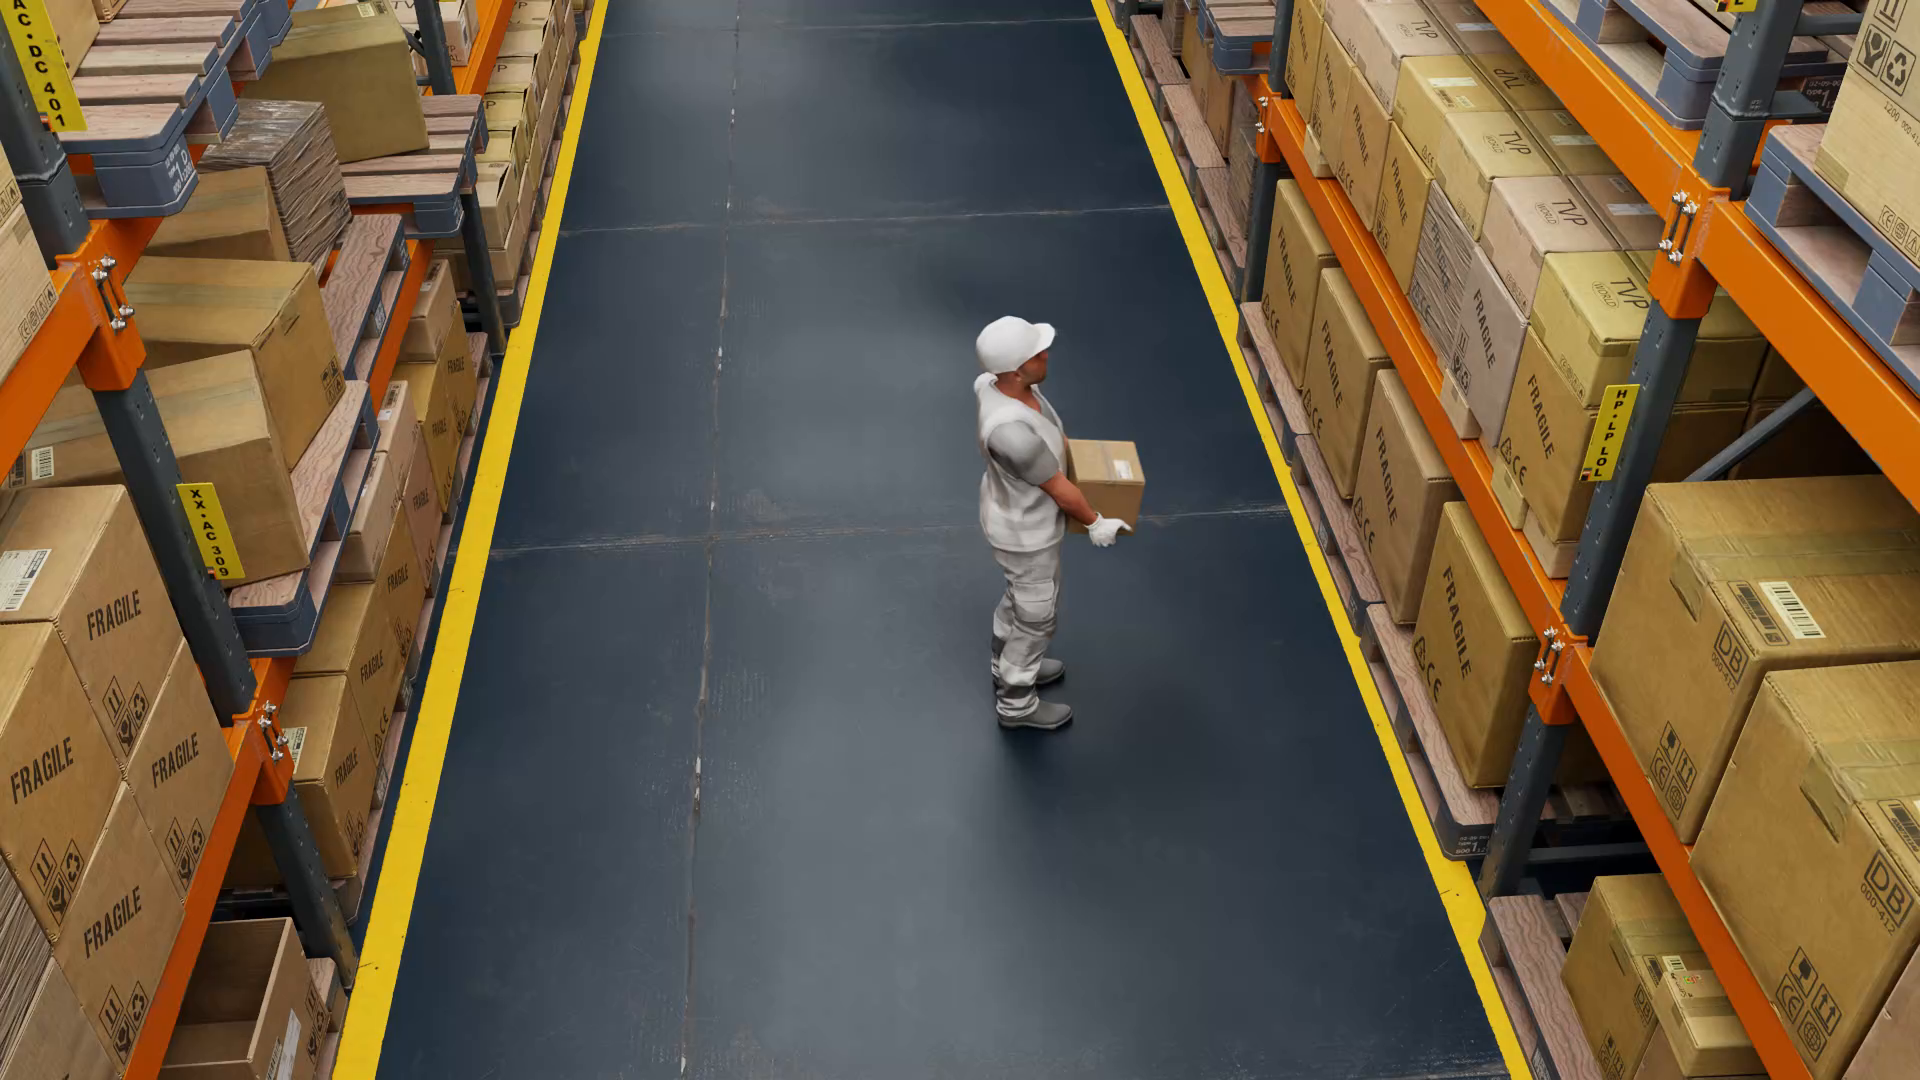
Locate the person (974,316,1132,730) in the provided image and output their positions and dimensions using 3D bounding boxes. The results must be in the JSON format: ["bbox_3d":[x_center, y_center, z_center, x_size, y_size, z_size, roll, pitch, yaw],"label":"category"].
[{"bbox_3d":[0.336,-0.060,6.215,0.564,1.782,0.494,-3,39,-4],"label":"person"}]
